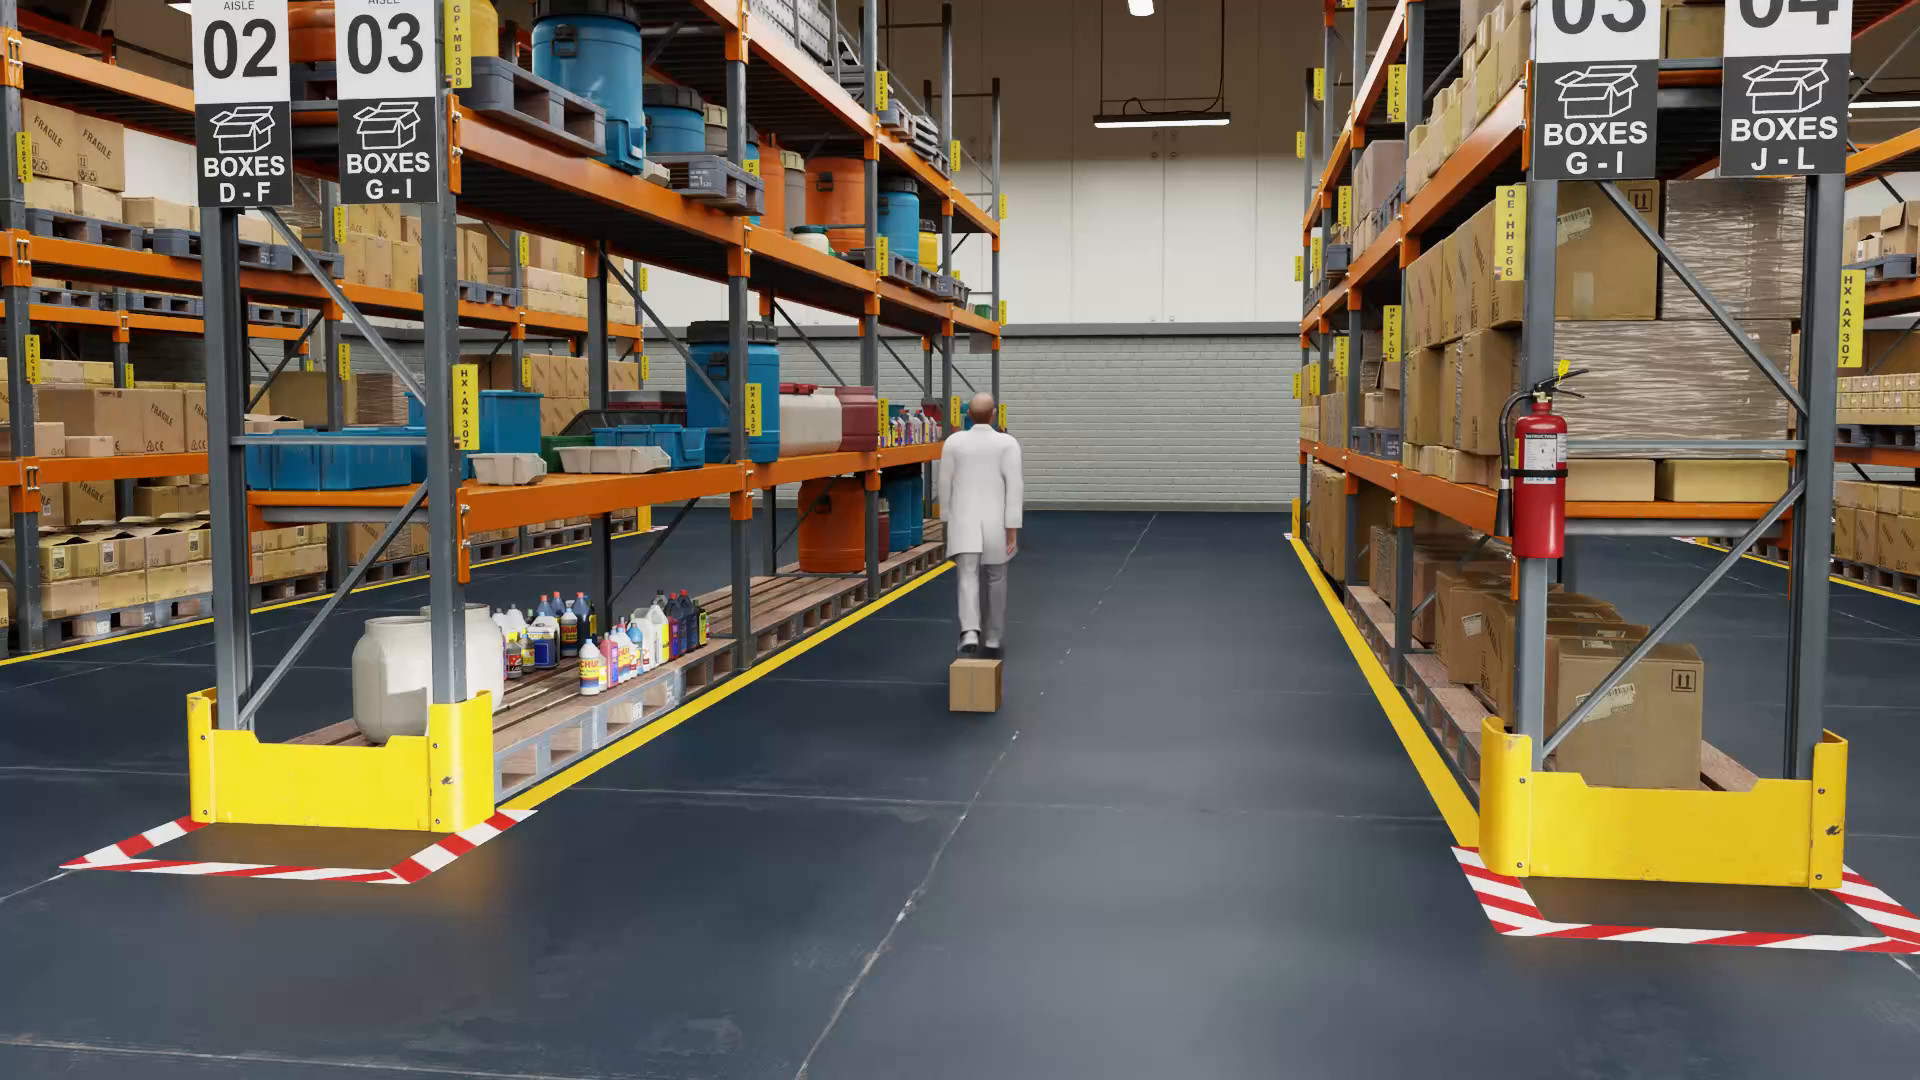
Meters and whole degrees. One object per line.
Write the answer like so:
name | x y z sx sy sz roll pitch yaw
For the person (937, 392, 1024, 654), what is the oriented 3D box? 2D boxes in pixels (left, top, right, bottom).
person | 0.133 -0.112 11.037 0.569 1.729 1.145 0 4 0
